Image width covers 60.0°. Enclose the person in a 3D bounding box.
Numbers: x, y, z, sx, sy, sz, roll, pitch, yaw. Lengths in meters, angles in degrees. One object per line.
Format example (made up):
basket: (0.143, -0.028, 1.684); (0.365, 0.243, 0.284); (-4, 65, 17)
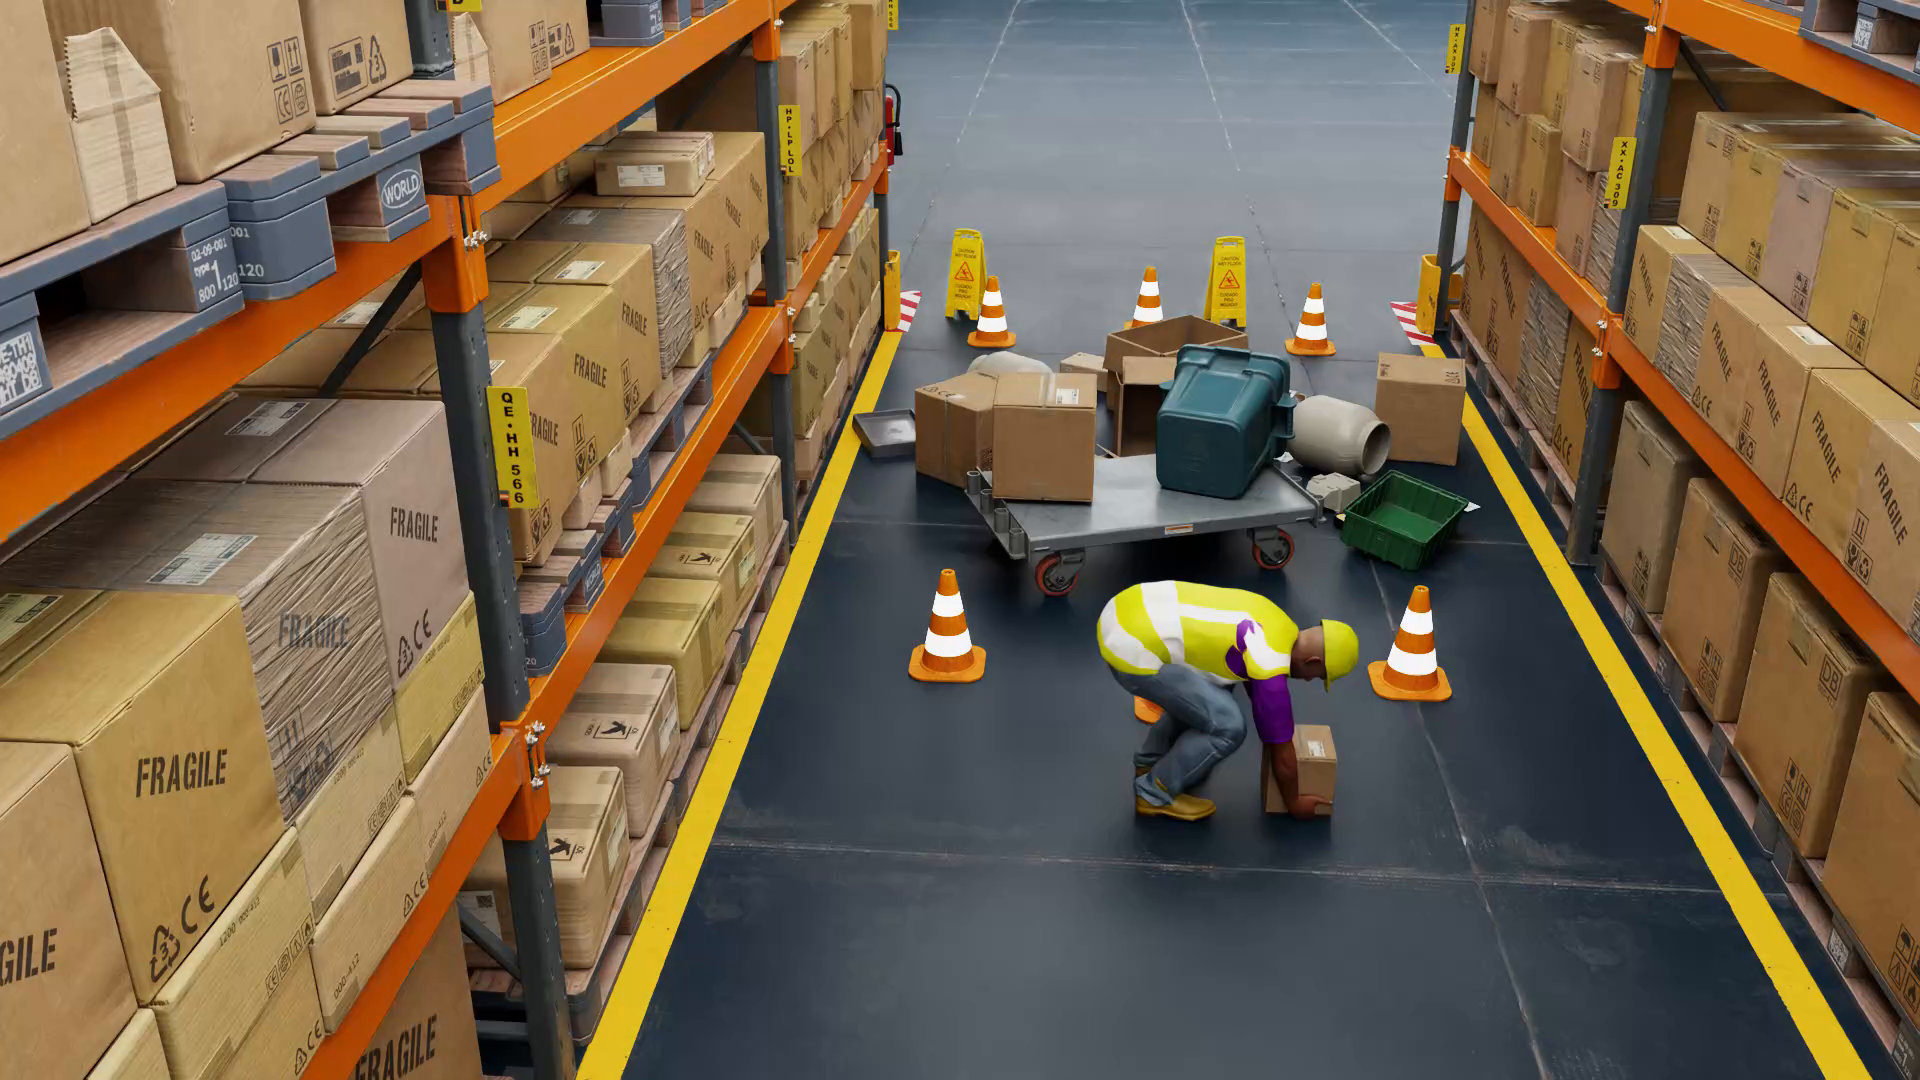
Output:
person: (1.004, 0.592, 6.331); (0.977, 0.907, 0.510); (1, 24, 2)
